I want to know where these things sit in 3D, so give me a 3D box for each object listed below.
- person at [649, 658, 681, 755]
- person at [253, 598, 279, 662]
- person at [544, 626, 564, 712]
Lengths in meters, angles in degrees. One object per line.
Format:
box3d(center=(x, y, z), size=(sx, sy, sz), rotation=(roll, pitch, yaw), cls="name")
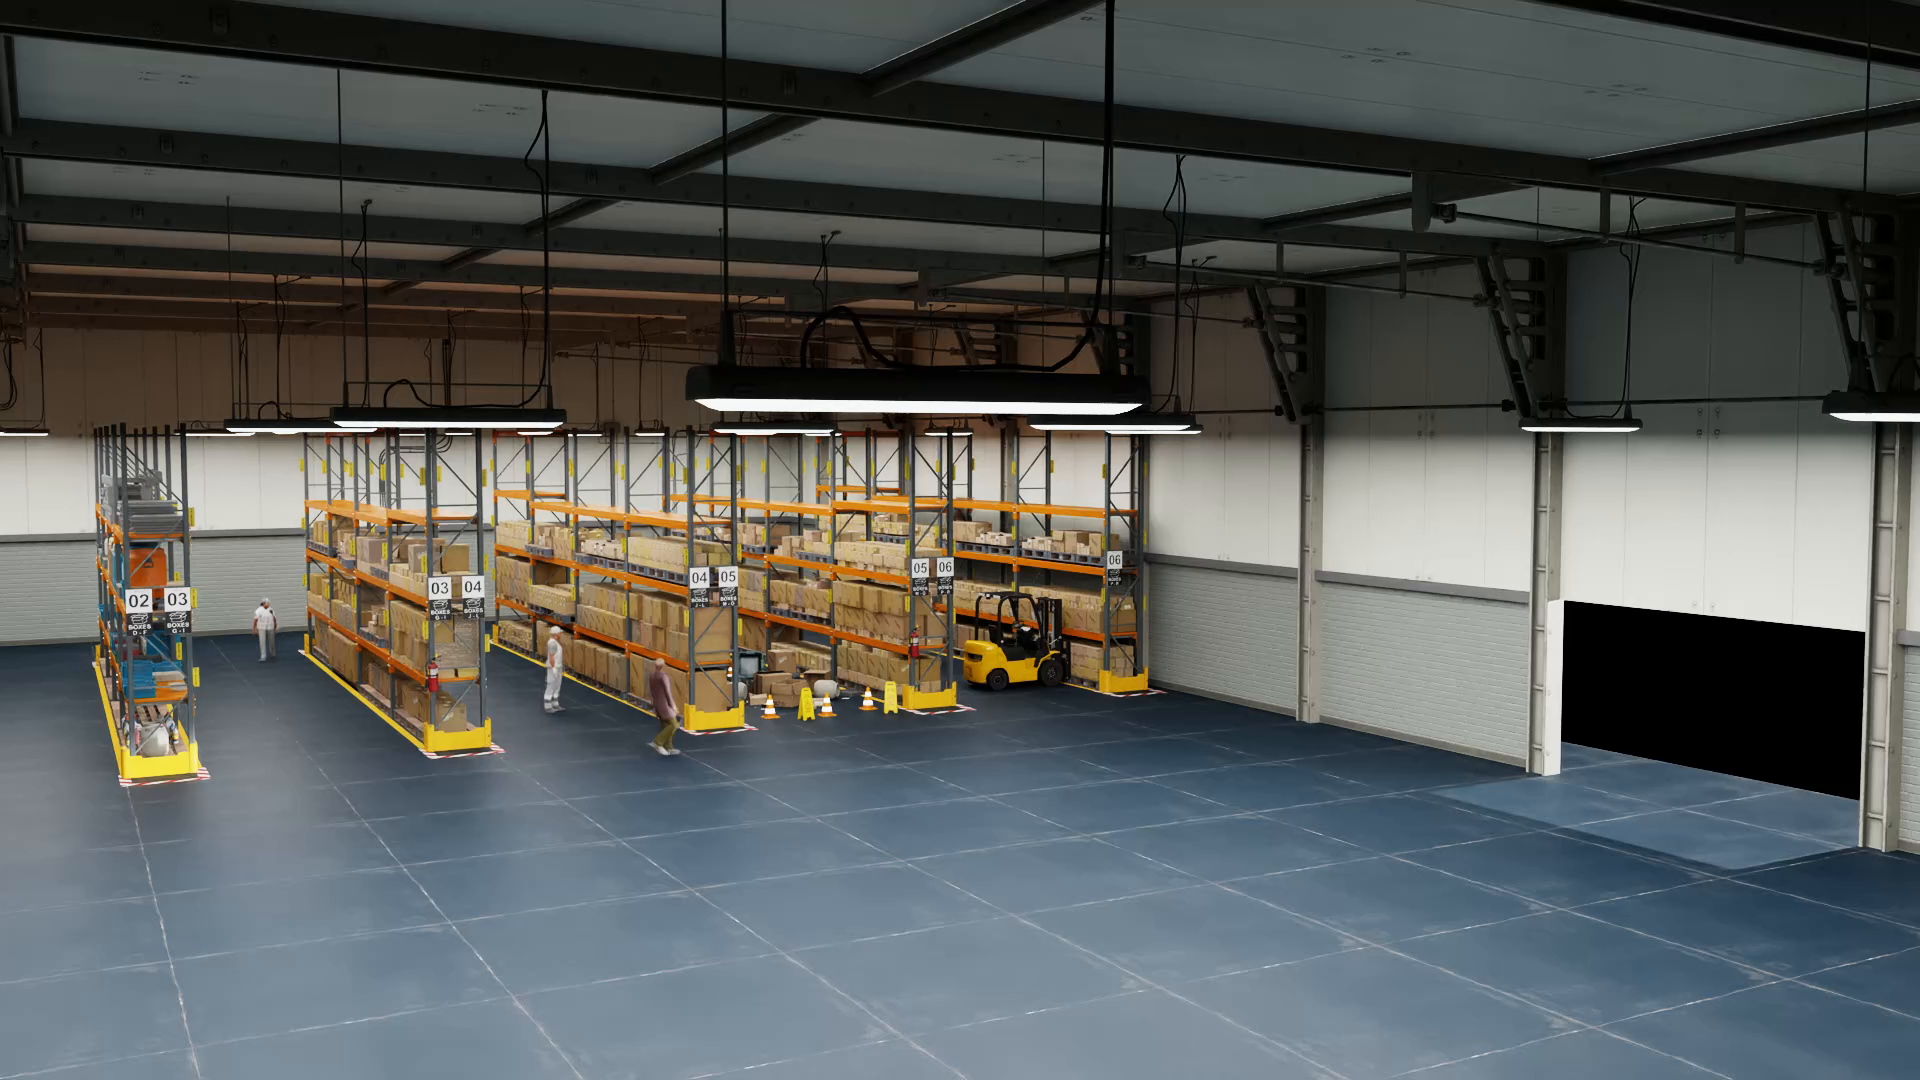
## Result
box3d(center=(-5.335, 3.012, 30.072), size=(0.589, 1.778, 0.600), rotation=(-1, 4, -22), cls="person")
box3d(center=(-18.004, 2.305, 43.129), size=(0.614, 1.613, 1.014), rotation=(-1, 4, -21), cls="person")
box3d(center=(-8.522, 2.703, 34.971), size=(0.379, 1.800, 0.590), rotation=(0, 3, 6), cls="person")
